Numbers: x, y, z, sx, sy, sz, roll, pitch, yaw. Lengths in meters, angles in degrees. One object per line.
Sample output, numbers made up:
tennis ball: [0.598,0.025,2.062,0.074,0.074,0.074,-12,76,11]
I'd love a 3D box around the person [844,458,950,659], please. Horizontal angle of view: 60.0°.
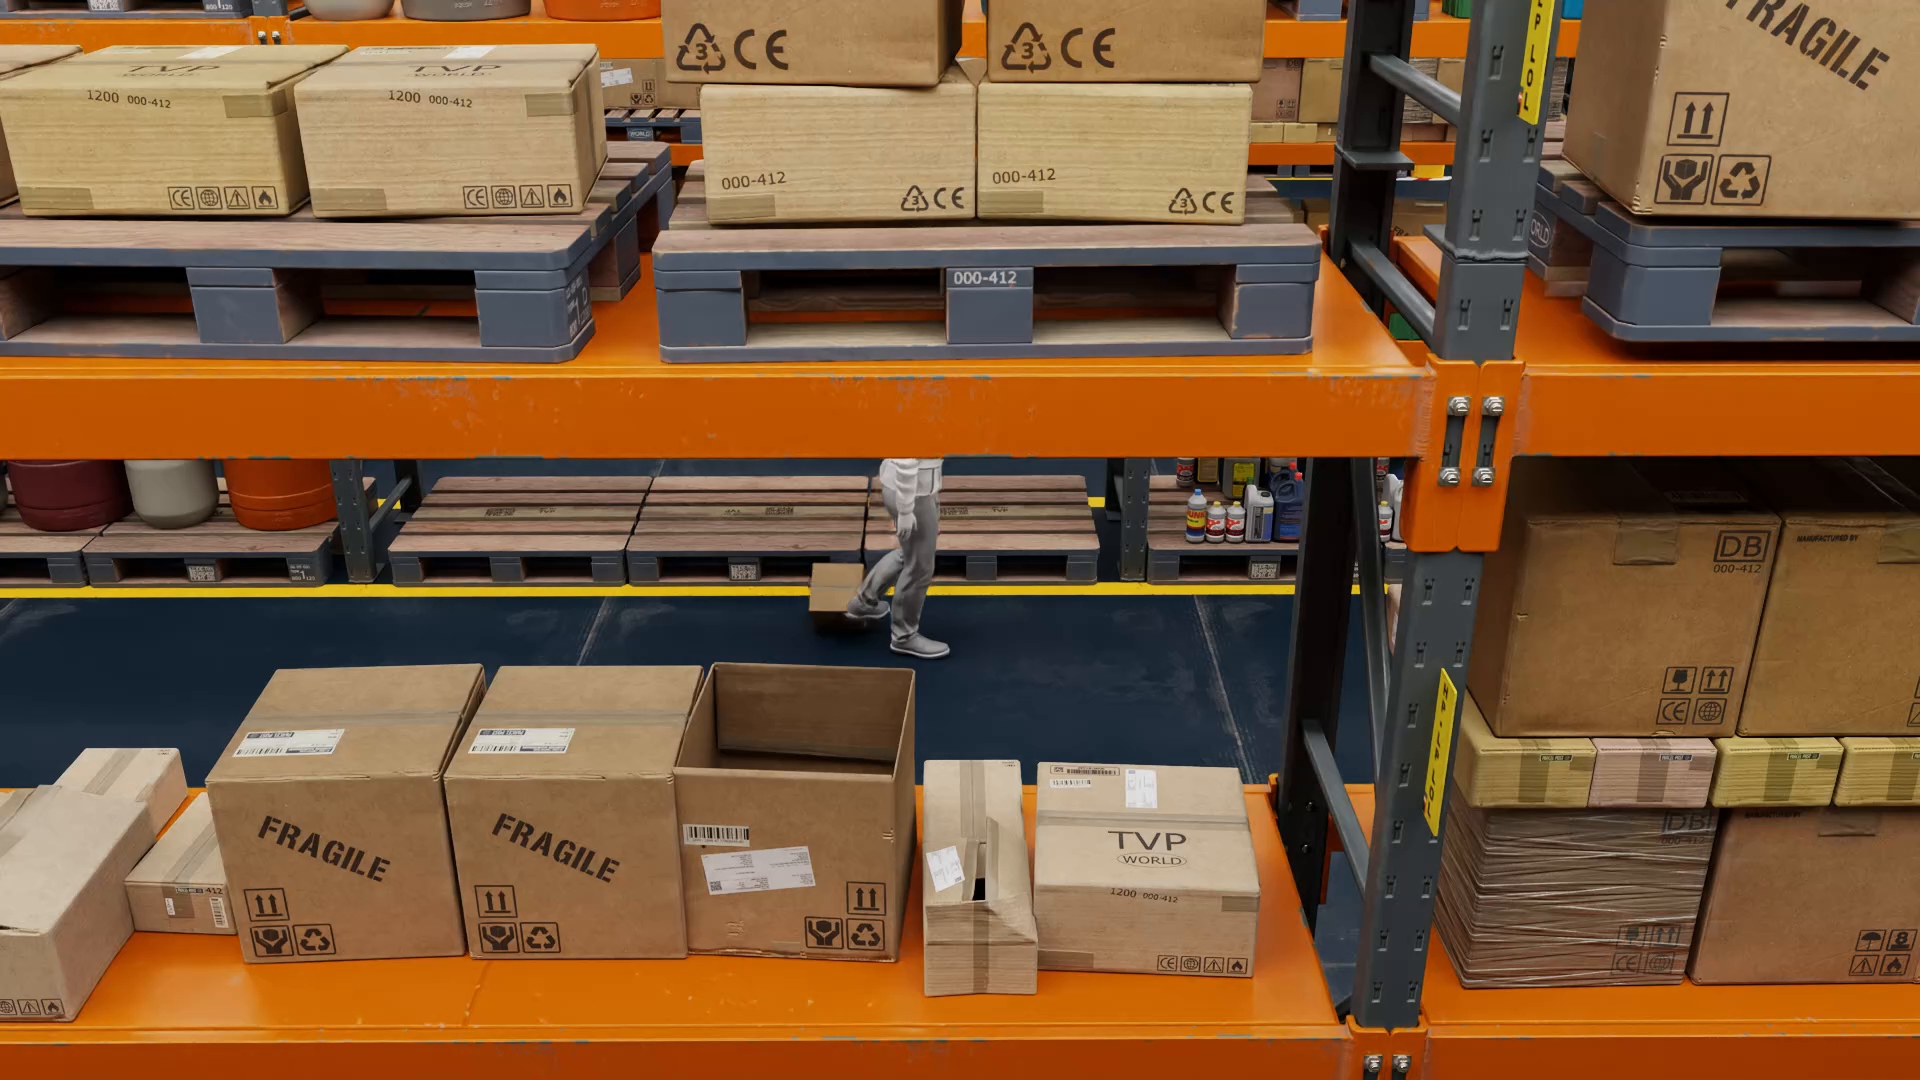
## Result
person: [-0.285,-0.234,7.604,0.534,1.667,0.533,0,24,0]
